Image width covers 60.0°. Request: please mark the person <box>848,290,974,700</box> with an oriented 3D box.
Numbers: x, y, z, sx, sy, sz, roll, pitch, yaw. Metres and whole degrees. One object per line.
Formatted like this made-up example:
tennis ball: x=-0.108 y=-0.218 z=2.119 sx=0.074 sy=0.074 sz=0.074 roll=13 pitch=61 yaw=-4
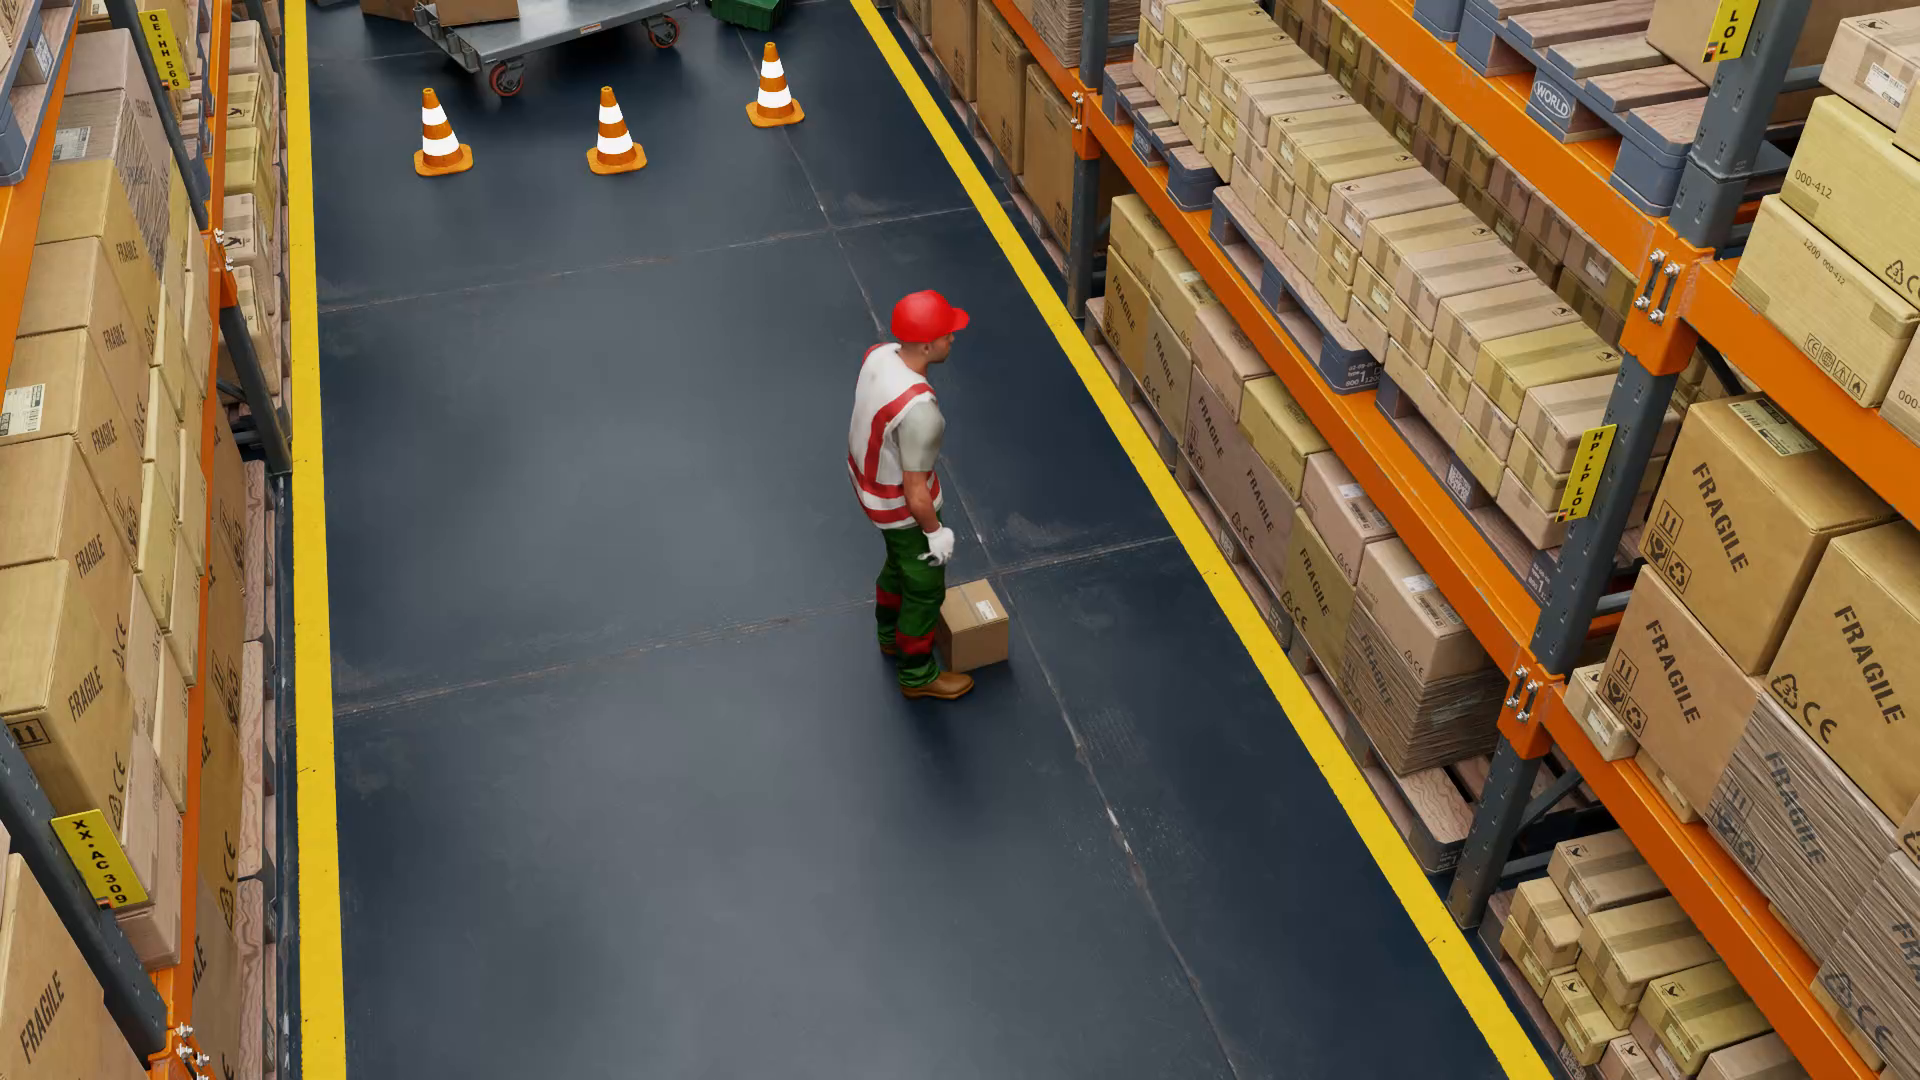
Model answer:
person: x=-0.178 y=-0.164 z=6.331 sx=0.449 sy=1.780 sz=0.607 roll=-12 pitch=43 yaw=-13
